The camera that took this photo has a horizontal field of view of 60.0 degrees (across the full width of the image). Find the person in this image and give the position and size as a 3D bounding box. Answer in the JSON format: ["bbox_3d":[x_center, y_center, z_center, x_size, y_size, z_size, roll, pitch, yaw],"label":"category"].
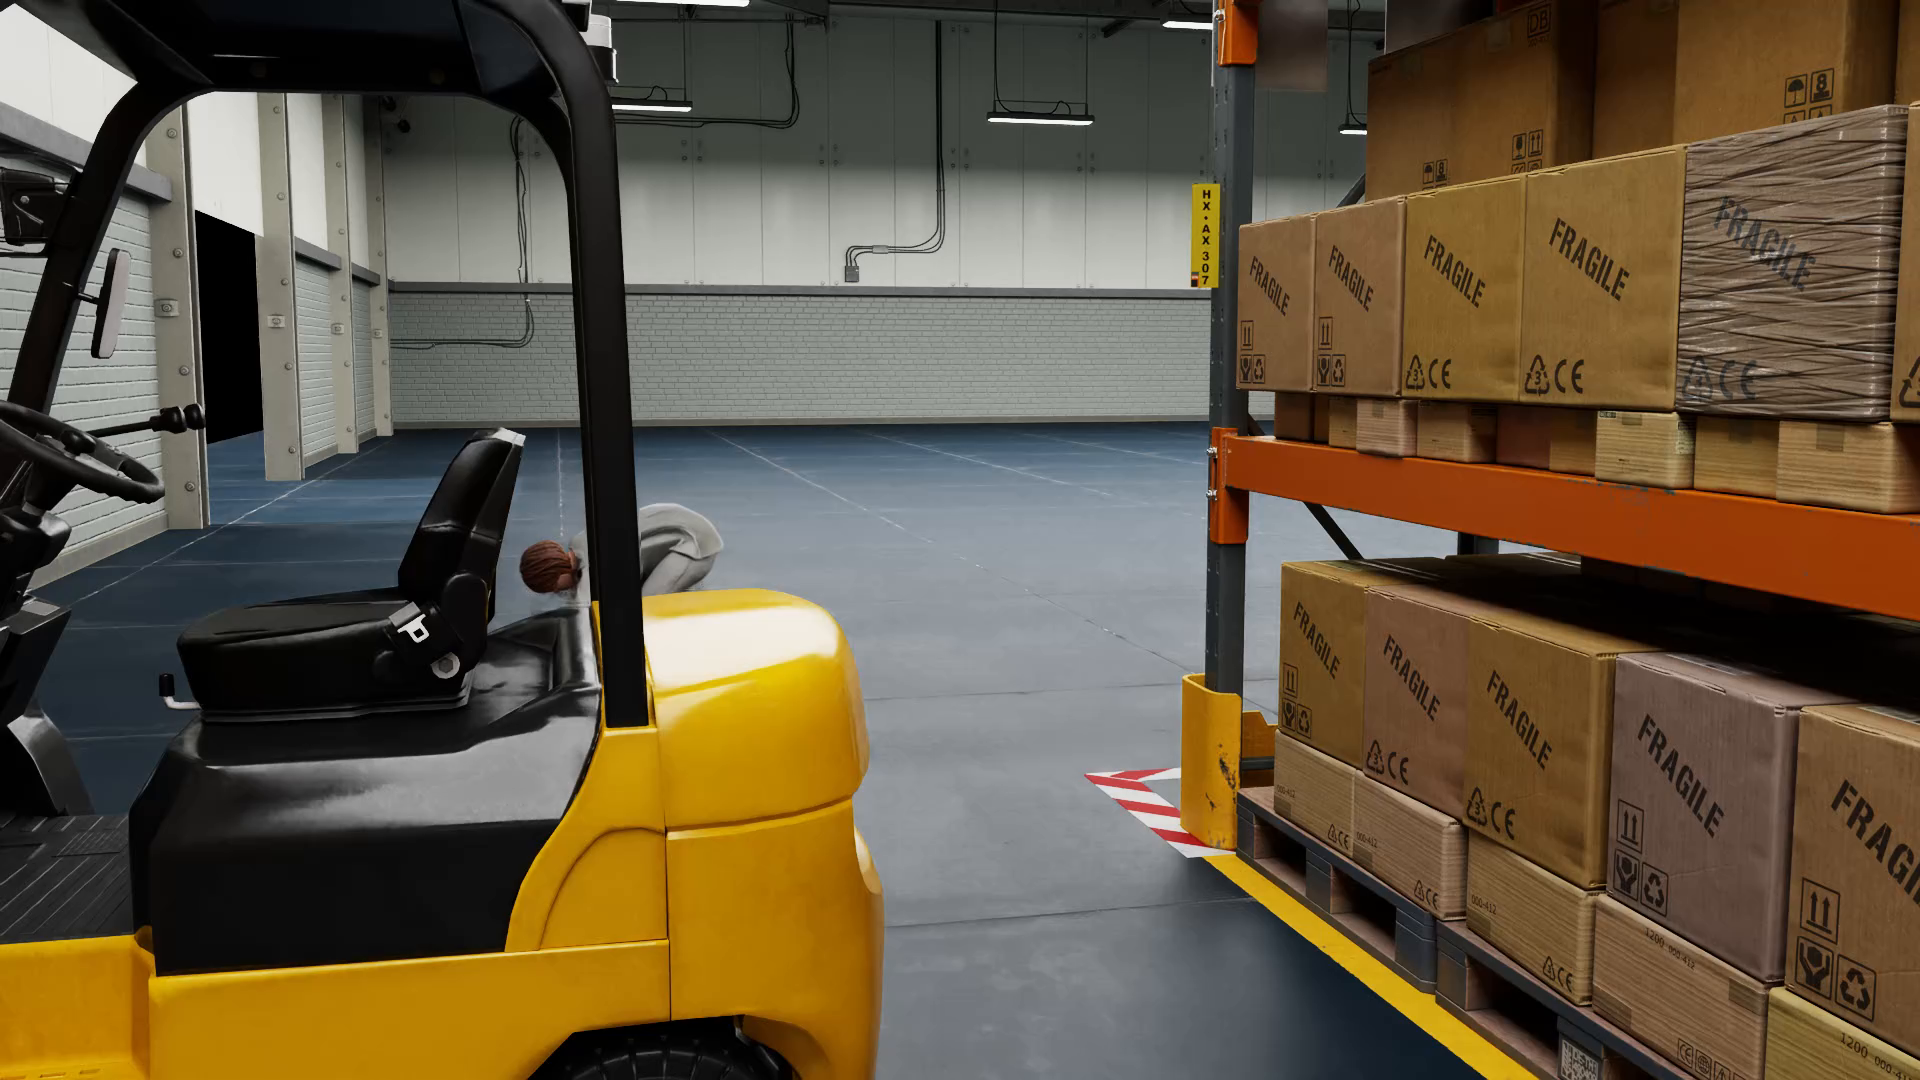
[{"bbox_3d":[-1.445,0.309,7.147,0.861,0.923,0.417,-2,7,-16],"label":"person"}]
